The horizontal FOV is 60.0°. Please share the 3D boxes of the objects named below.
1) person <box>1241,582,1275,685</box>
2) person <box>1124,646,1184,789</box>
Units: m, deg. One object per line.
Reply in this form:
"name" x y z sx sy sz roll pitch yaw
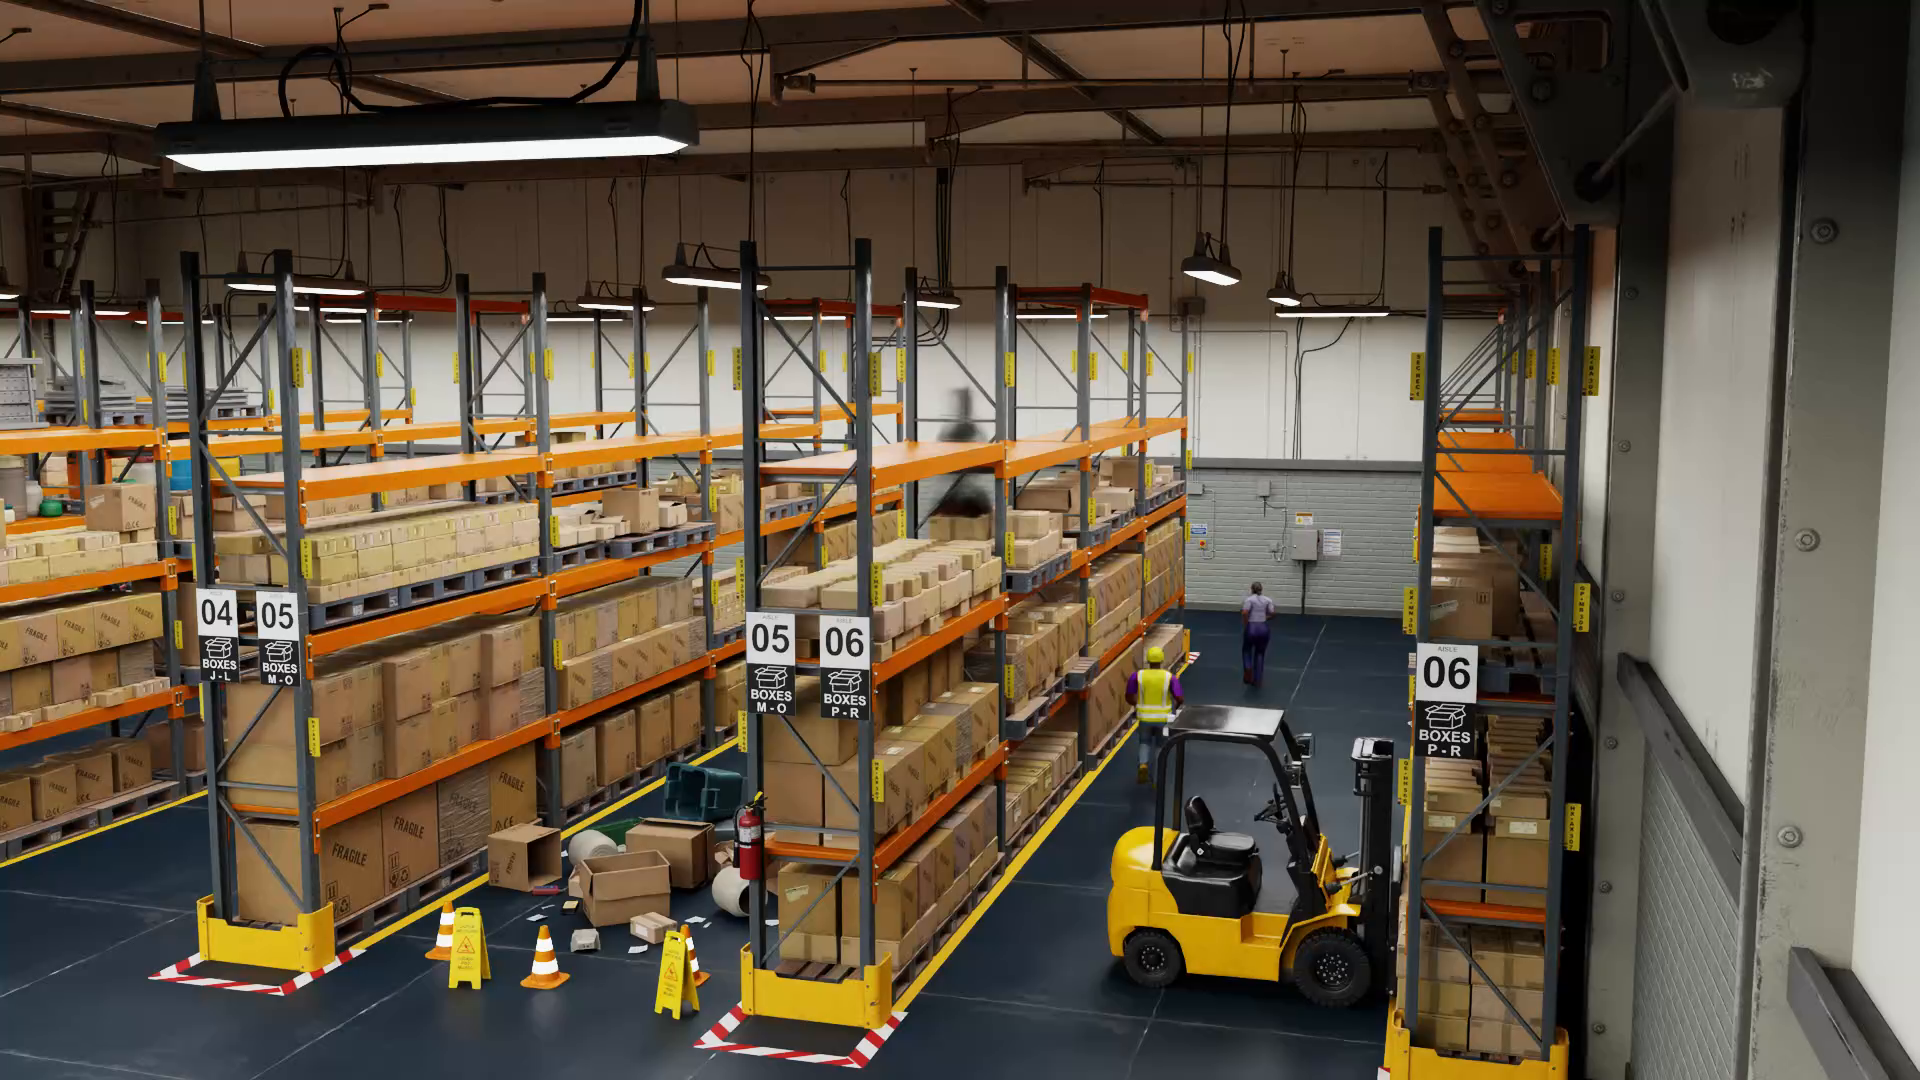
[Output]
"person" 4.635 1.446 26.090 0.584 1.613 0.573 -1 6 -6
"person" 2.306 2.110 19.724 0.697 1.714 0.609 1 7 12
